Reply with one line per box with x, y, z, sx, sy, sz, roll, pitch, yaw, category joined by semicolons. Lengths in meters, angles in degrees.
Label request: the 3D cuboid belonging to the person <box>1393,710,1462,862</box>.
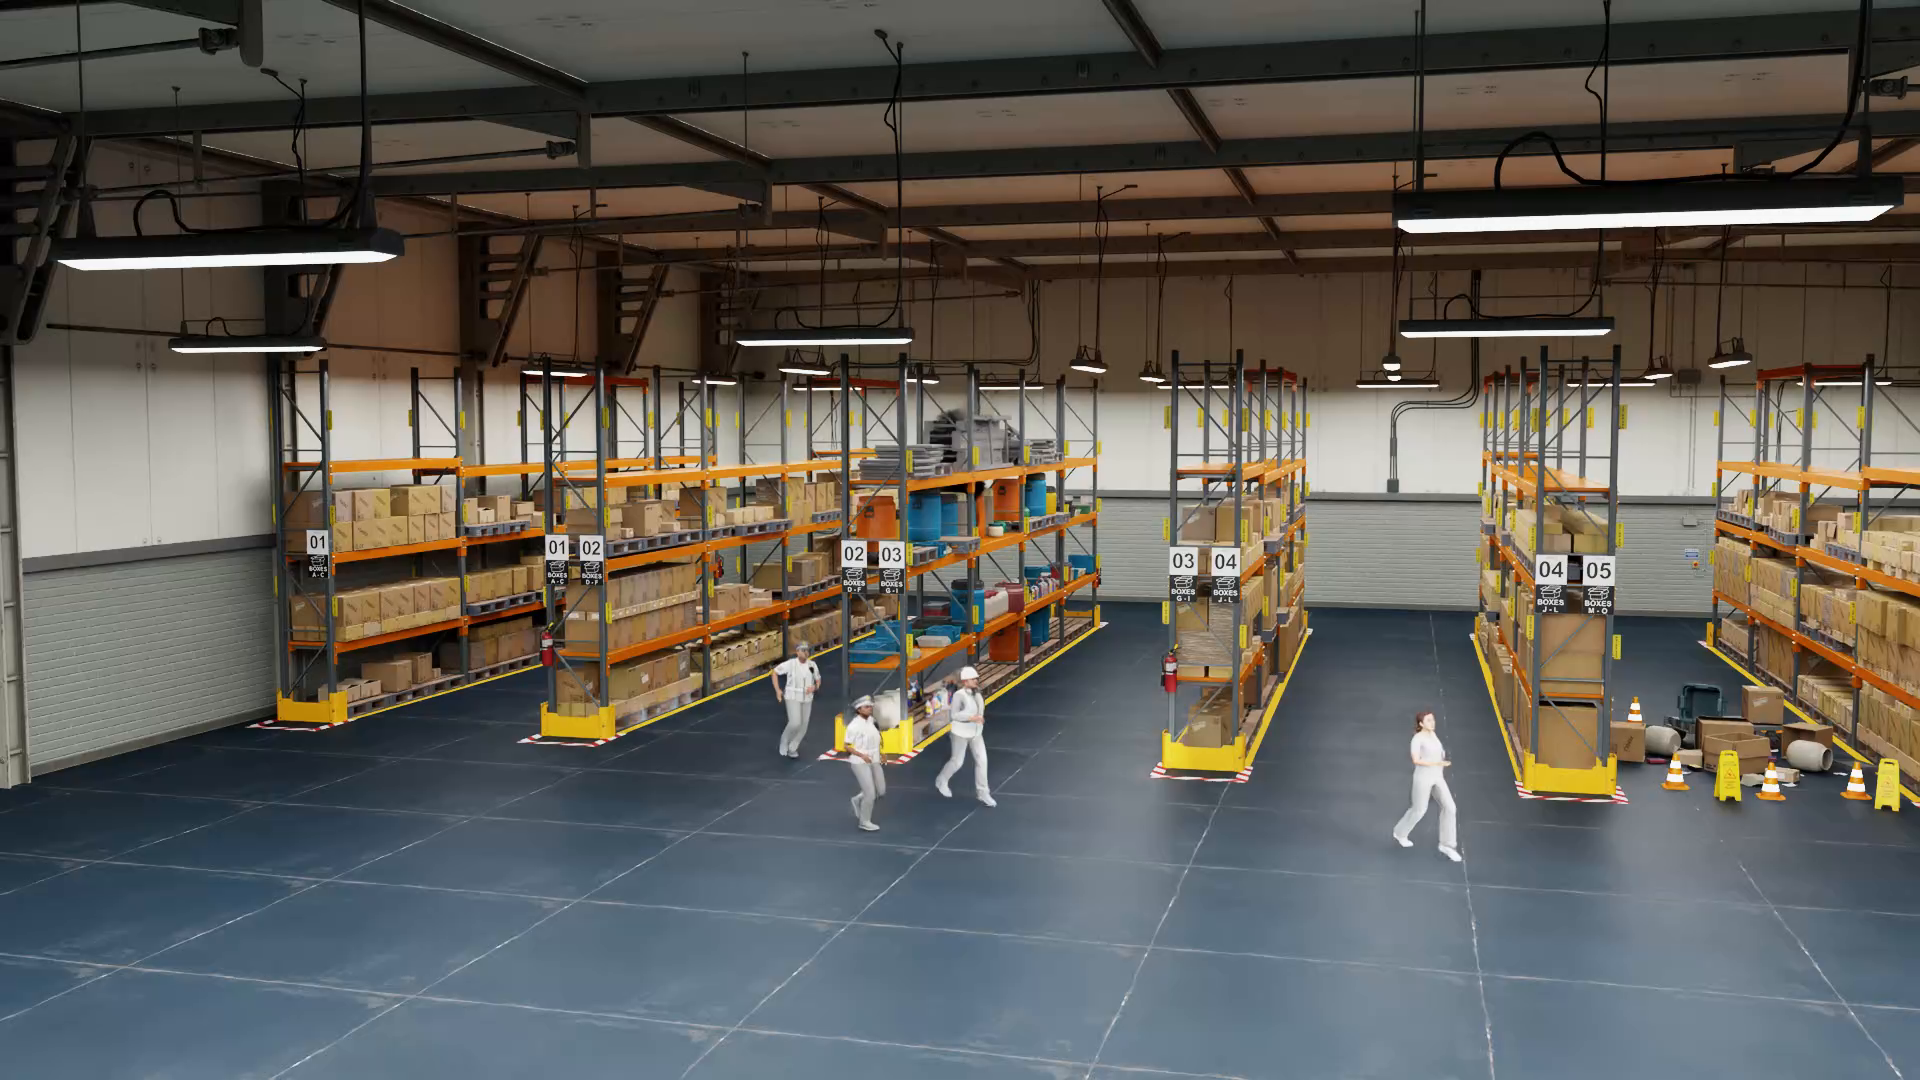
5.399;2.797;19.167;0.569;1.689;0.886;-3;5;-33;person

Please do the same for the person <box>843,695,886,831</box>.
-1.164;2.713;20.345;0.563;1.650;0.573;3;5;40;person

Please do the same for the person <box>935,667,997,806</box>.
0.062;2.542;21.741;0.623;1.791;0.937;-4;6;-44;person

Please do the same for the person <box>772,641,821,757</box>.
-2.377;2.359;24.709;0.691;1.726;0.582;-3;5;-31;person
